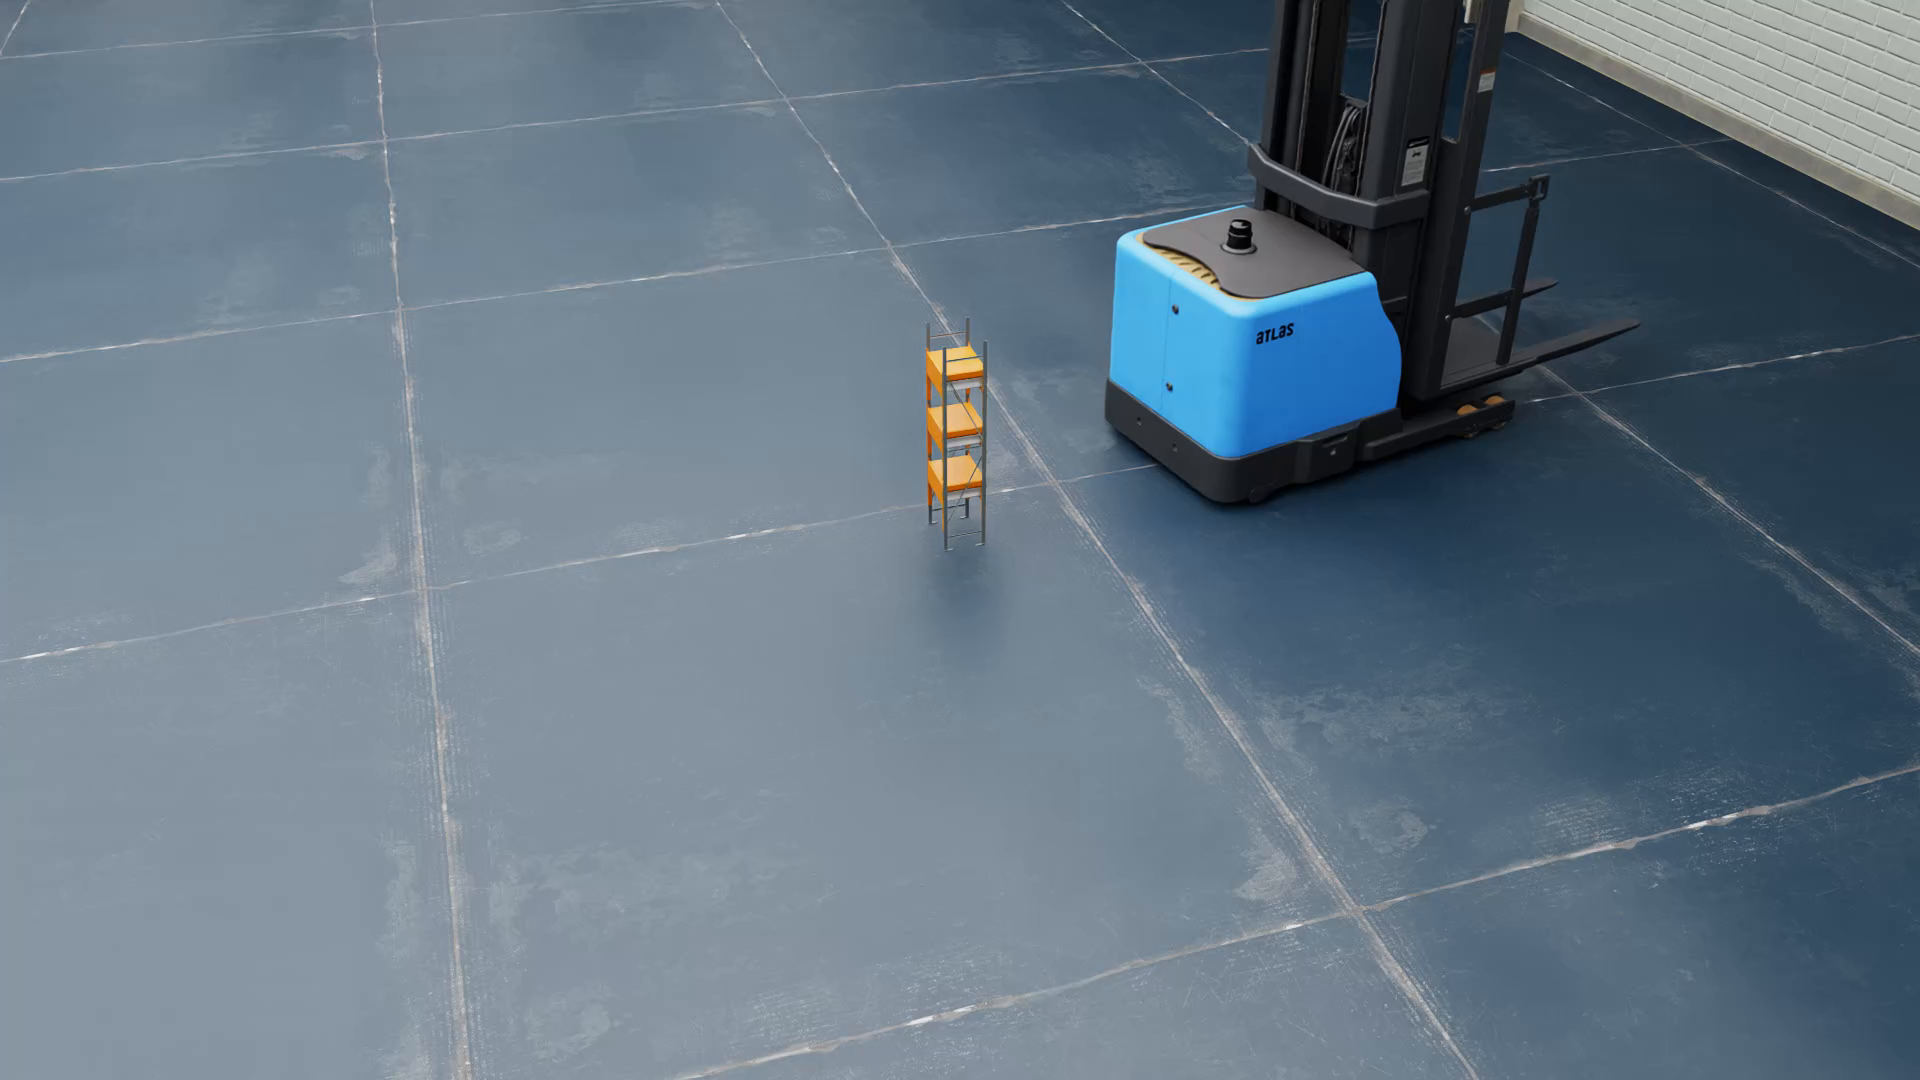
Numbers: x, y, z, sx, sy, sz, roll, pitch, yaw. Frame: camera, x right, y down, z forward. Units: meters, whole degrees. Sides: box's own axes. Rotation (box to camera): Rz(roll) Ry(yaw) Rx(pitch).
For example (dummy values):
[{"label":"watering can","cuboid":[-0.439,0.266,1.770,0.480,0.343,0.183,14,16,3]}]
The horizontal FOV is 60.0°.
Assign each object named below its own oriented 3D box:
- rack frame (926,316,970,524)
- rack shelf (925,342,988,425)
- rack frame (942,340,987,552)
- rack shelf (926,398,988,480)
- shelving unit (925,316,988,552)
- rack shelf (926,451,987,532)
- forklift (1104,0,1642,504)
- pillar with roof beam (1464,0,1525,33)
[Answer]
[{"label":"rack frame","cuboid":[-0.054,-0.530,7.600,0.200,1.050,0.008,-10,35,-15]},{"label":"rack shelf","cuboid":[-0.016,-0.694,7.352,0.215,0.259,0.240,-10,35,-15]},{"label":"rack frame","cuboid":[0.021,-0.402,7.406,0.200,1.050,0.008,-10,35,-15]},{"label":"rack shelf","cuboid":[-0.016,-0.457,7.509,0.215,0.259,0.240,-10,35,-15]},{"label":"shelving unit","cuboid":[-0.016,-0.466,7.503,0.215,1.050,0.252,-10,35,-15]},{"label":"rack shelf","cuboid":[-0.016,-0.225,7.662,0.215,0.259,0.240,-10,35,-15]},{"label":"forklift","cuboid":[2.280,-1.982,8.091,3.031,2.935,1.130,-18,37,-25]},{"label":"pillar with roof beam","cuboid":[0.555,-7.527,10.979,9.100,9.000,0.400,-10,35,-15]}]
